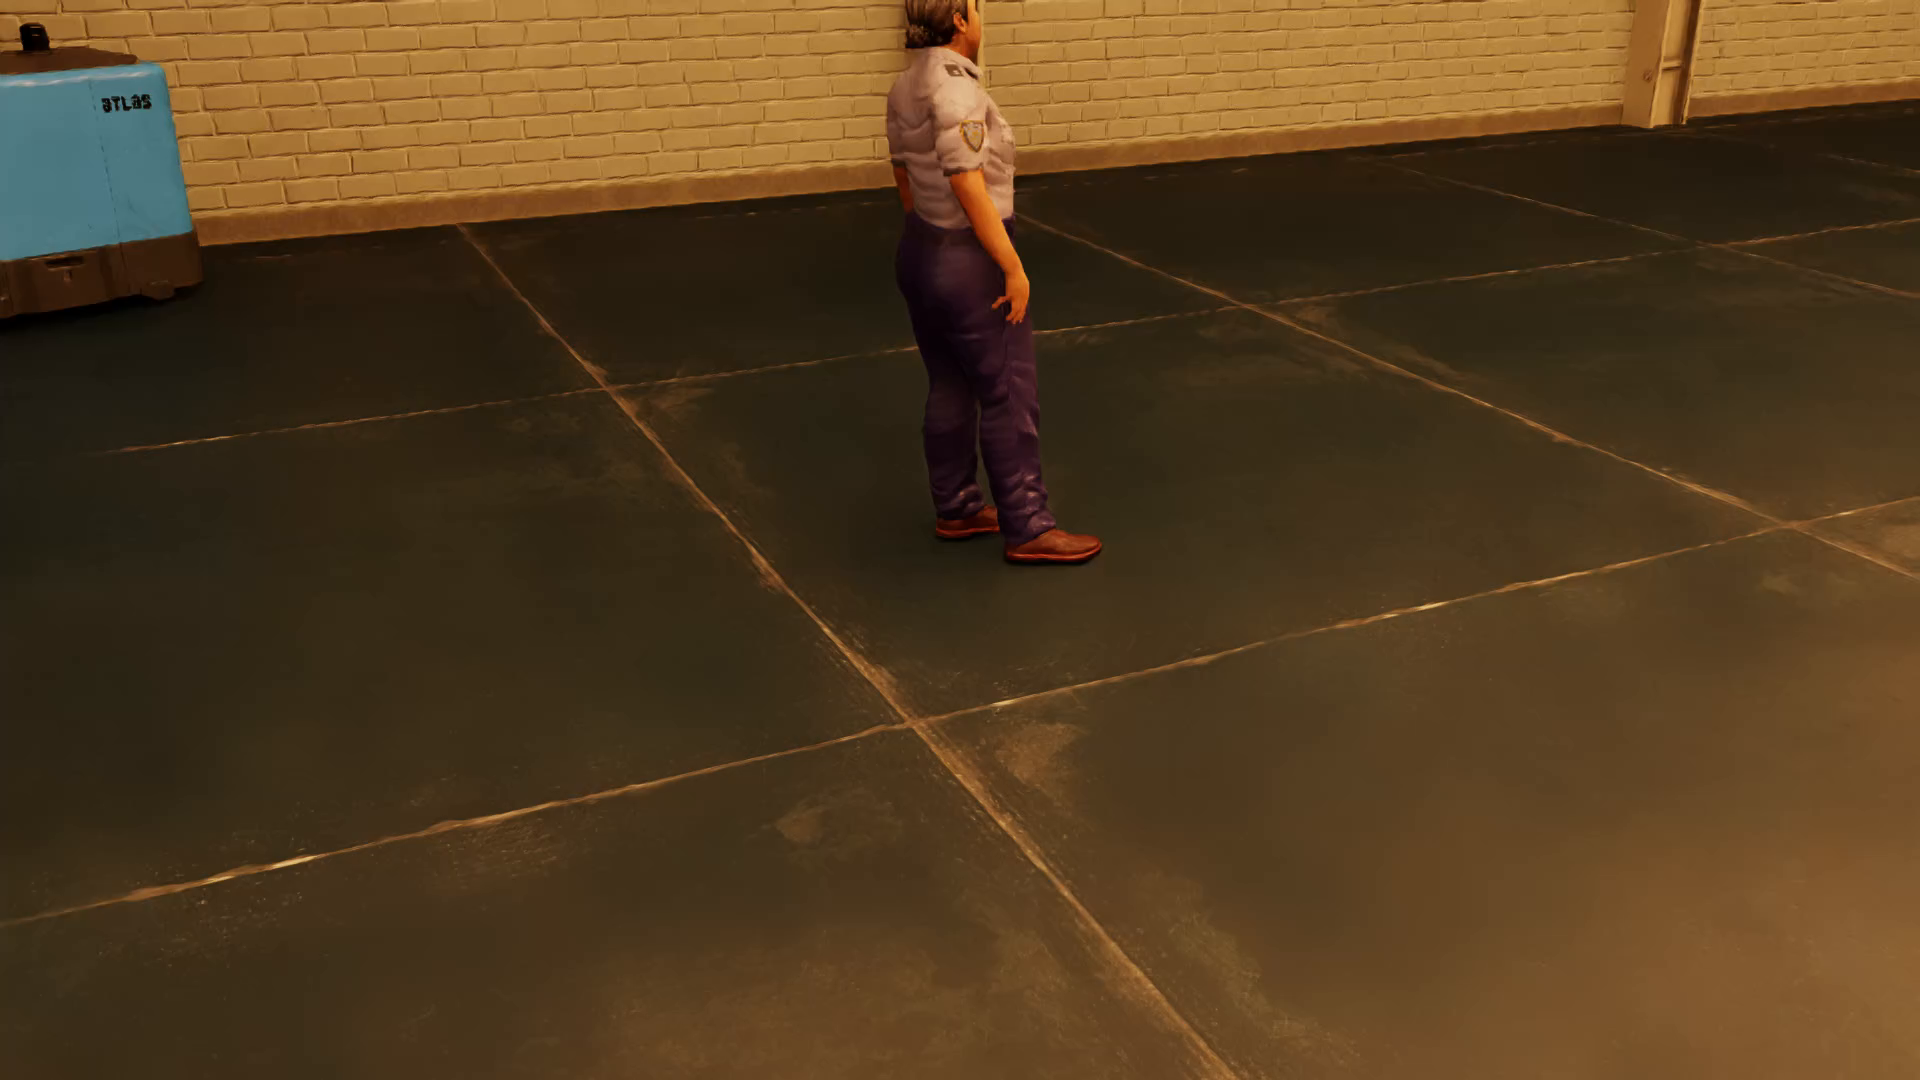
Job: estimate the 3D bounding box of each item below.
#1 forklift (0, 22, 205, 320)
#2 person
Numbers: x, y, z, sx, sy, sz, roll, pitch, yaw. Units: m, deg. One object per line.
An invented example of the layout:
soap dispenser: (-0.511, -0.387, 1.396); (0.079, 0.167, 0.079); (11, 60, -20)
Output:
forklift: (-4.970, -2.238, 6.673); (1.130, 2.935, 3.031); (21, 30, 41)
person: (0.091, -0.774, 4.804); (0.502, 1.650, 0.599); (-10, 25, -23)
